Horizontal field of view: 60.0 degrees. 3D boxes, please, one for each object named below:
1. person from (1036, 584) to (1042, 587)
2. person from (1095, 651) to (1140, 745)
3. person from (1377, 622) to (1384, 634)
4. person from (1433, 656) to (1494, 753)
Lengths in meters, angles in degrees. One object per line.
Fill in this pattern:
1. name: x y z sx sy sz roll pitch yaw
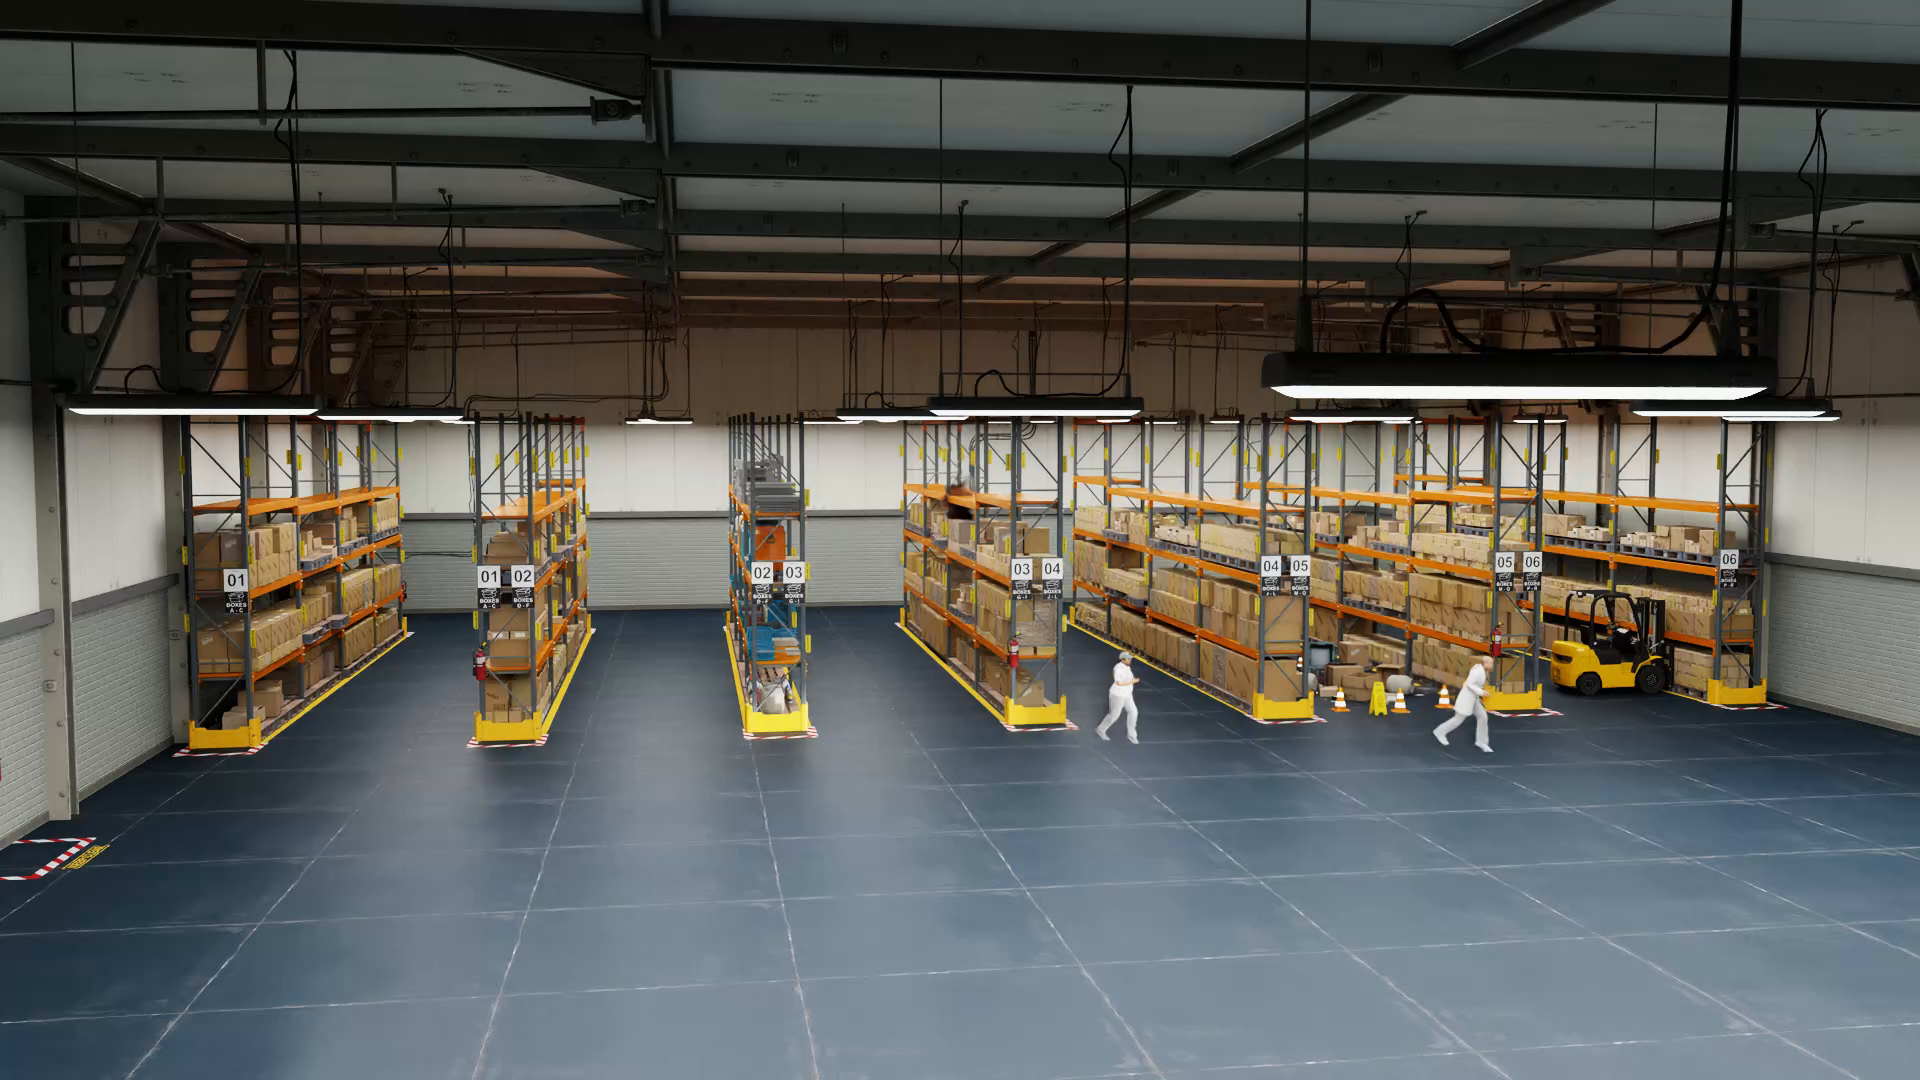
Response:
1. person: 2.217 1.531 48.762 0.880 1.755 0.758 -3 5 -38
2. person: 2.853 2.870 30.051 0.839 1.741 0.591 2 4 27
3. person: 11.630 1.736 45.943 0.644 1.726 0.580 -1 4 -16
4. person: 8.951 2.891 29.516 1.083 1.742 0.754 2 4 30
